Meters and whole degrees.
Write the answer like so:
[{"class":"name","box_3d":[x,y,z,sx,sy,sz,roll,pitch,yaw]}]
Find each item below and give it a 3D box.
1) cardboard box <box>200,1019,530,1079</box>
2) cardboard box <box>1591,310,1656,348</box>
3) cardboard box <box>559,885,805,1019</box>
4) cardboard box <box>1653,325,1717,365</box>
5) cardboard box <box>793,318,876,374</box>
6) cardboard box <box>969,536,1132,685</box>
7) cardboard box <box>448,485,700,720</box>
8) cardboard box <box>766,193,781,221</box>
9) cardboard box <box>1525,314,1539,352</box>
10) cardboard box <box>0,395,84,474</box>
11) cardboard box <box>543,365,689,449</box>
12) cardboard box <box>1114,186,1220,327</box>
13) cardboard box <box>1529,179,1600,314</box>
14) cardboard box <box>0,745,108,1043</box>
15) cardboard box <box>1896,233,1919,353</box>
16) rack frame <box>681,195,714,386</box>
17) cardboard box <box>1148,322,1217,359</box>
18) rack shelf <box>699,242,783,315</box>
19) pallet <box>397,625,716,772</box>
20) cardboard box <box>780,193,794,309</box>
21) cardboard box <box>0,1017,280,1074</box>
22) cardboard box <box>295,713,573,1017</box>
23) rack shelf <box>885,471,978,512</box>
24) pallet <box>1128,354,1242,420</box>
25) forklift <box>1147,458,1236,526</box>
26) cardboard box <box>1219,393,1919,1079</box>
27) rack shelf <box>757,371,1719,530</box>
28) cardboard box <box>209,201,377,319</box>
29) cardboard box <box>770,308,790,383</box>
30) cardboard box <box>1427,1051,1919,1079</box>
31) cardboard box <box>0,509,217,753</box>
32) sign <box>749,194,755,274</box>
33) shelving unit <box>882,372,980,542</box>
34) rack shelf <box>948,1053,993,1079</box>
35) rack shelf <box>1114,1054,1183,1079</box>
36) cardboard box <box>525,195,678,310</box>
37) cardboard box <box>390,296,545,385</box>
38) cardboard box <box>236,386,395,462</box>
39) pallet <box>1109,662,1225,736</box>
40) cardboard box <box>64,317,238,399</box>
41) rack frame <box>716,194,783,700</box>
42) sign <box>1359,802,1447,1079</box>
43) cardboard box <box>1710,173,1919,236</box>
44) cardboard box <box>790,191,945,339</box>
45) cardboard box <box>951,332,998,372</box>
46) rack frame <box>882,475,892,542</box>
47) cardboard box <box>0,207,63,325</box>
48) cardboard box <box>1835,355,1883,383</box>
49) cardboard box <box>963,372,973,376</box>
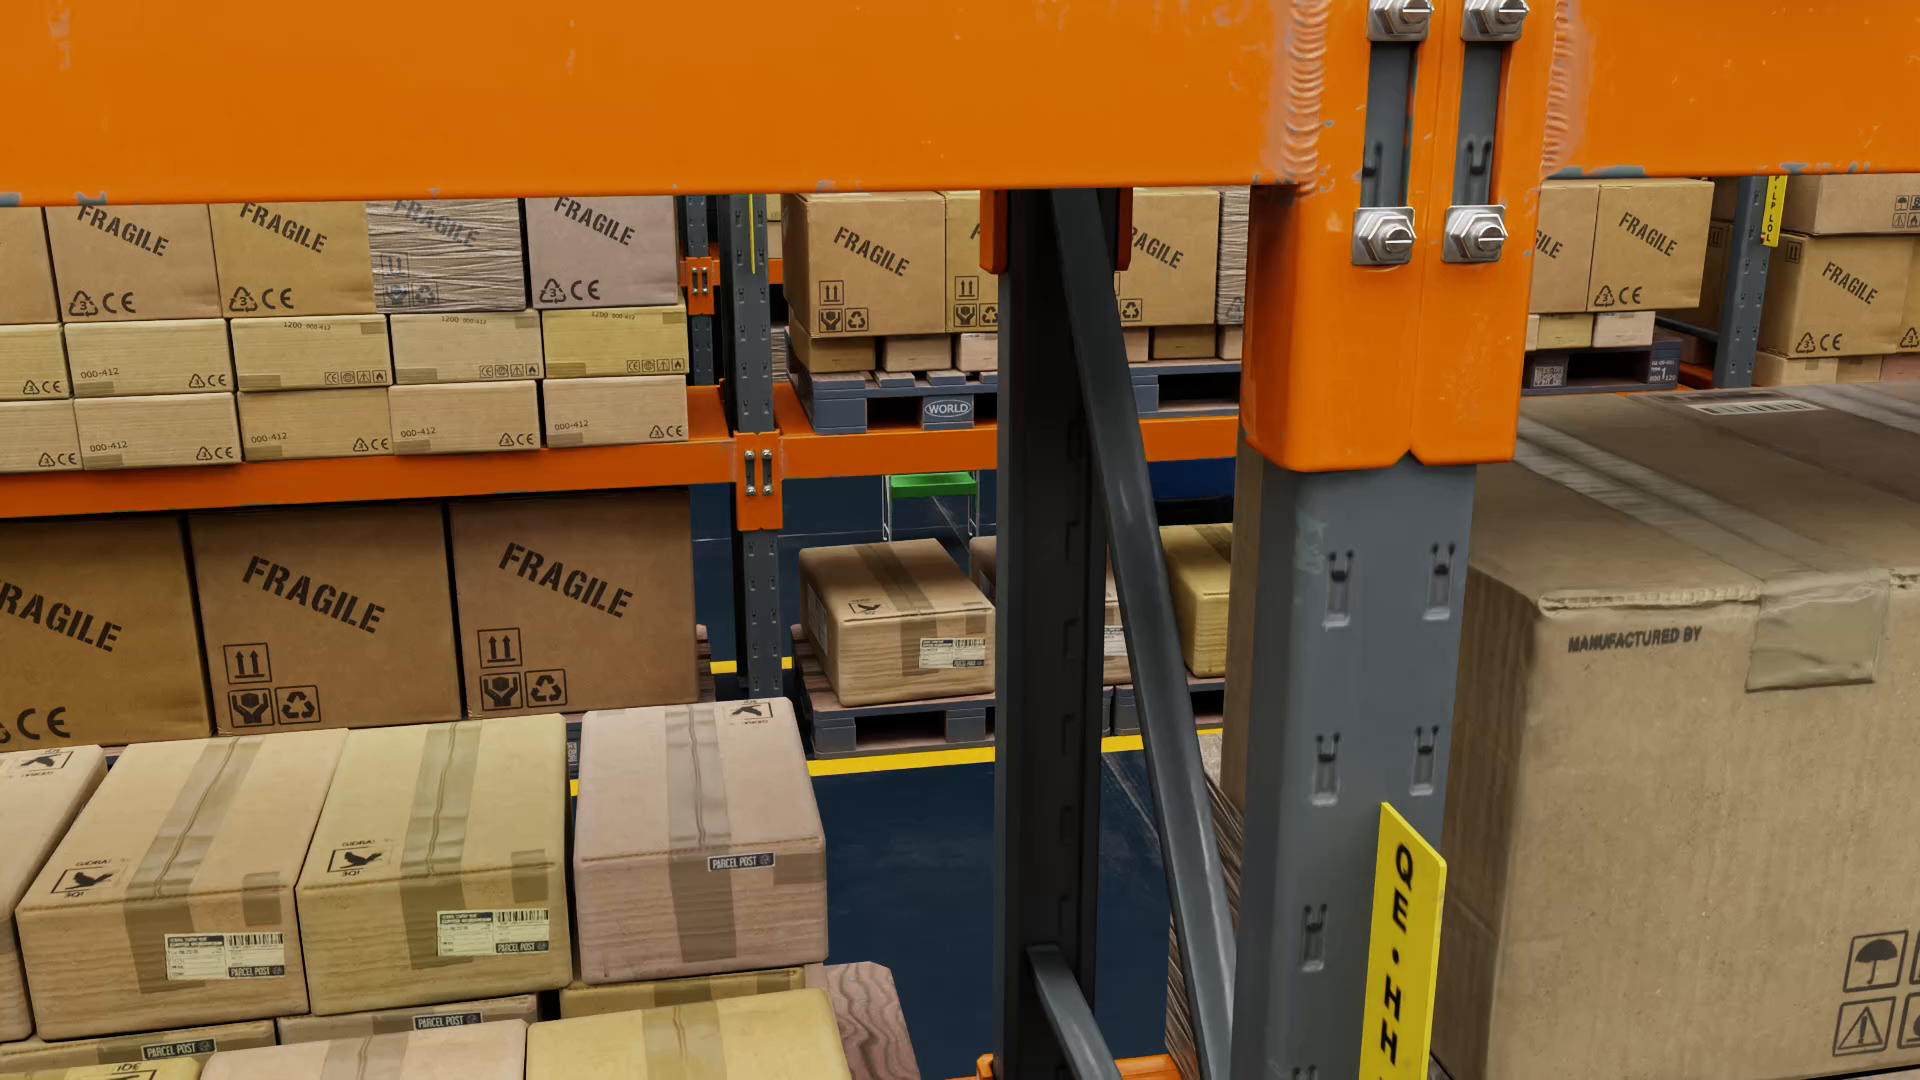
[{"class":"cardboard box","box_3d":[-0.440,0.524,1.195,0.250,0.149,0.380,-3,17,-11]},{"class":"cardboard box","box_3d":[2.638,-0.900,6.846,0.250,0.149,0.380,-3,17,-10]},{"class":"cardboard box","box_3d":[-0.311,0.463,1.902,0.250,0.149,0.380,-2,17,-8]},{"class":"cardboard box","box_3d":[3.348,-0.913,7.604,0.250,0.149,0.380,-3,17,-11]},{"class":"cardboard box","box_3d":[-0.483,-0.750,6.357,0.250,0.149,0.380,-4,18,-14]},{"class":"cardboard box","box_3d":[0.443,0.279,7.056,0.625,0.372,0.950,-4,17,-12]},{"class":"cardboard box","box_3d":[-1.531,0.125,6.701,0.875,0.875,0.875,-3,17,-11]},{"class":"cardboard box","box_3d":[-1.296,-2.250,10.932,0.500,0.250,0.500,-3,17,-11]},{"class":"cardboard box","box_3d":[2.129,-0.866,6.734,0.250,0.149,0.380,-4,17,-11]},{"class":"cardboard box","box_3d":[-3.268,-0.412,5.800,0.500,0.250,0.500,-3,17,-11]},{"class":"cardboard box","box_3d":[-1.284,-0.530,6.184,0.500,0.250,0.500,-4,17,-12]},{"class":"cardboard box","box_3d":[0.679,-1.116,6.446,0.500,0.500,0.500,-3,17,-10]},{"class":"cardboard box","box_3d":[2.194,-1.198,6.713,0.500,0.500,0.500,-3,17,-10]},{"class":"cardboard box","box_3d":[-1.054,0.364,1.717,0.250,0.149,0.380,-4,18,-13]},{"class":"cardboard box","box_3d":[4.064,-1.096,7.096,0.500,0.500,0.500,-3,17,-11]},{"class":"rack frame","box_3d":[-1.782,-2.136,11.156,0.127,3.000,1.000,-3,17,-10]},{"class":"cardboard box","box_3d":[0.844,-0.830,6.619,0.250,0.149,0.380,-3,17,-8]},{"class":"rack shelf","box_3d":[0.181,-1.903,11.624,4.000,0.370,1.077,-3,17,-10]},{"class":"pallet","box_3d":[-1.625,0.650,6.835,1.213,0.211,1.003,-3,17,-10]},{"class":"cardboard box","box_3d":[-0.443,-1.201,6.721,0.500,0.500,0.500,-4,17,-12]},{"class":"cardboard box","box_3d":[-0.839,0.494,1.800,0.250,0.149,0.380,-4,17,-12]},{"class":"cardboard box","box_3d":[-0.553,0.337,1.805,0.250,0.149,0.380,-4,17,-12]},{"class":"rack shelf","box_3d":[-0.163,-0.274,9.195,0.480,0.148,0.258,-3,17,-10]},{"class":"pallet","box_3d":[1.099,-0.735,6.923,1.213,0.211,1.003,-3,17,-10]},{"class":"forklift","box_3d":[1.962,-1.538,9.327,3.031,2.935,1.130,-4,18,-13]},{"class":"cardboard box","box_3d":[0.644,0.169,1.781,0.500,0.500,0.700,-3,17,-11]},{"class":"rack shelf","box_3d":[1.127,-0.472,6.966,4.000,0.370,1.077,-3,17,-10]},{"class":"cardboard box","box_3d":[-2.286,-1.070,5.812,0.500,0.500,0.500,-3,17,-10]},{"class":"cardboard box","box_3d":[-1.167,-1.232,11.543,0.625,0.625,0.875,-3,17,-9]},{"class":"cardboard box","box_3d":[0.693,0.722,1.683,0.500,0.500,0.500,-3,17,-10]},{"class":"cardboard box","box_3d":[-3.285,0.223,6.381,0.875,0.875,0.875,-3,17,-9]},{"class":"sign","box_3d":[-0.728,-1.098,5.807,0.005,0.325,0.100,-3,17,-10]},{"class":"shelving unit","box_3d":[-0.163,-0.564,9.106,0.503,1.200,0.258,-3,17,-10]},{"class":"rack shelf","box_3d":[-1.762,1.172,1.613,4.000,0.370,1.077,-3,17,-10]},{"class":"rack shelf","box_3d":[2.165,0.949,2.338,4.000,0.370,1.077,-3,17,-10]},{"class":"cardboard box","box_3d":[-1.295,-1.126,5.997,0.500,0.500,0.500,-4,17,-12]},{"class":"cardboard box","box_3d":[-1.767,-0.742,6.024,0.500,0.250,0.500,-4,17,-12]},{"class":"cardboard box","box_3d":[-2.280,-0.474,6.001,0.500,0.250,0.500,-3,17,-11]},{"class":"pallet","box_3d":[1.126,0.518,7.265,1.213,0.211,1.003,-3,17,-10]},{"class":"cardboard box","box_3d":[-2.776,-0.679,5.817,0.500,0.250,0.500,-4,17,-12]},{"class":"rack frame","box_3d":[-0.837,-0.705,6.498,0.127,3.000,1.000,-3,17,-10]},{"class":"sign","box_3d":[0.313,0.357,1.204,0.005,0.325,0.100,-3,17,-10]},{"class":"cardboard box","box_3d":[3.563,-1.558,6.894,0.500,0.500,0.700,-3,17,-11]},{"class":"cardboard box","box_3d":[-0.351,-1.054,6.242,0.500,0.500,0.500,-4,17,-12]},{"class":"cardboard box","box_3d":[0.079,-0.758,6.383,0.250,0.149,0.380,-4,18,-14]},{"class":"rack frame","box_3d":[-0.402,-0.551,9.061,0.015,1.200,0.240,-3,17,-10]},{"class":"cardboard box","box_3d":[-3.291,-1.013,5.628,0.500,0.500,0.500,-4,17,-12]},{"class":"cardboard box","box_3d":[3.699,-0.762,7.111,0.250,0.149,0.380,-3,17,-9]},{"class":"cardboard box","box_3d":[0.134,-1.308,11.791,0.625,0.625,0.875,-4,18,-13]}]
